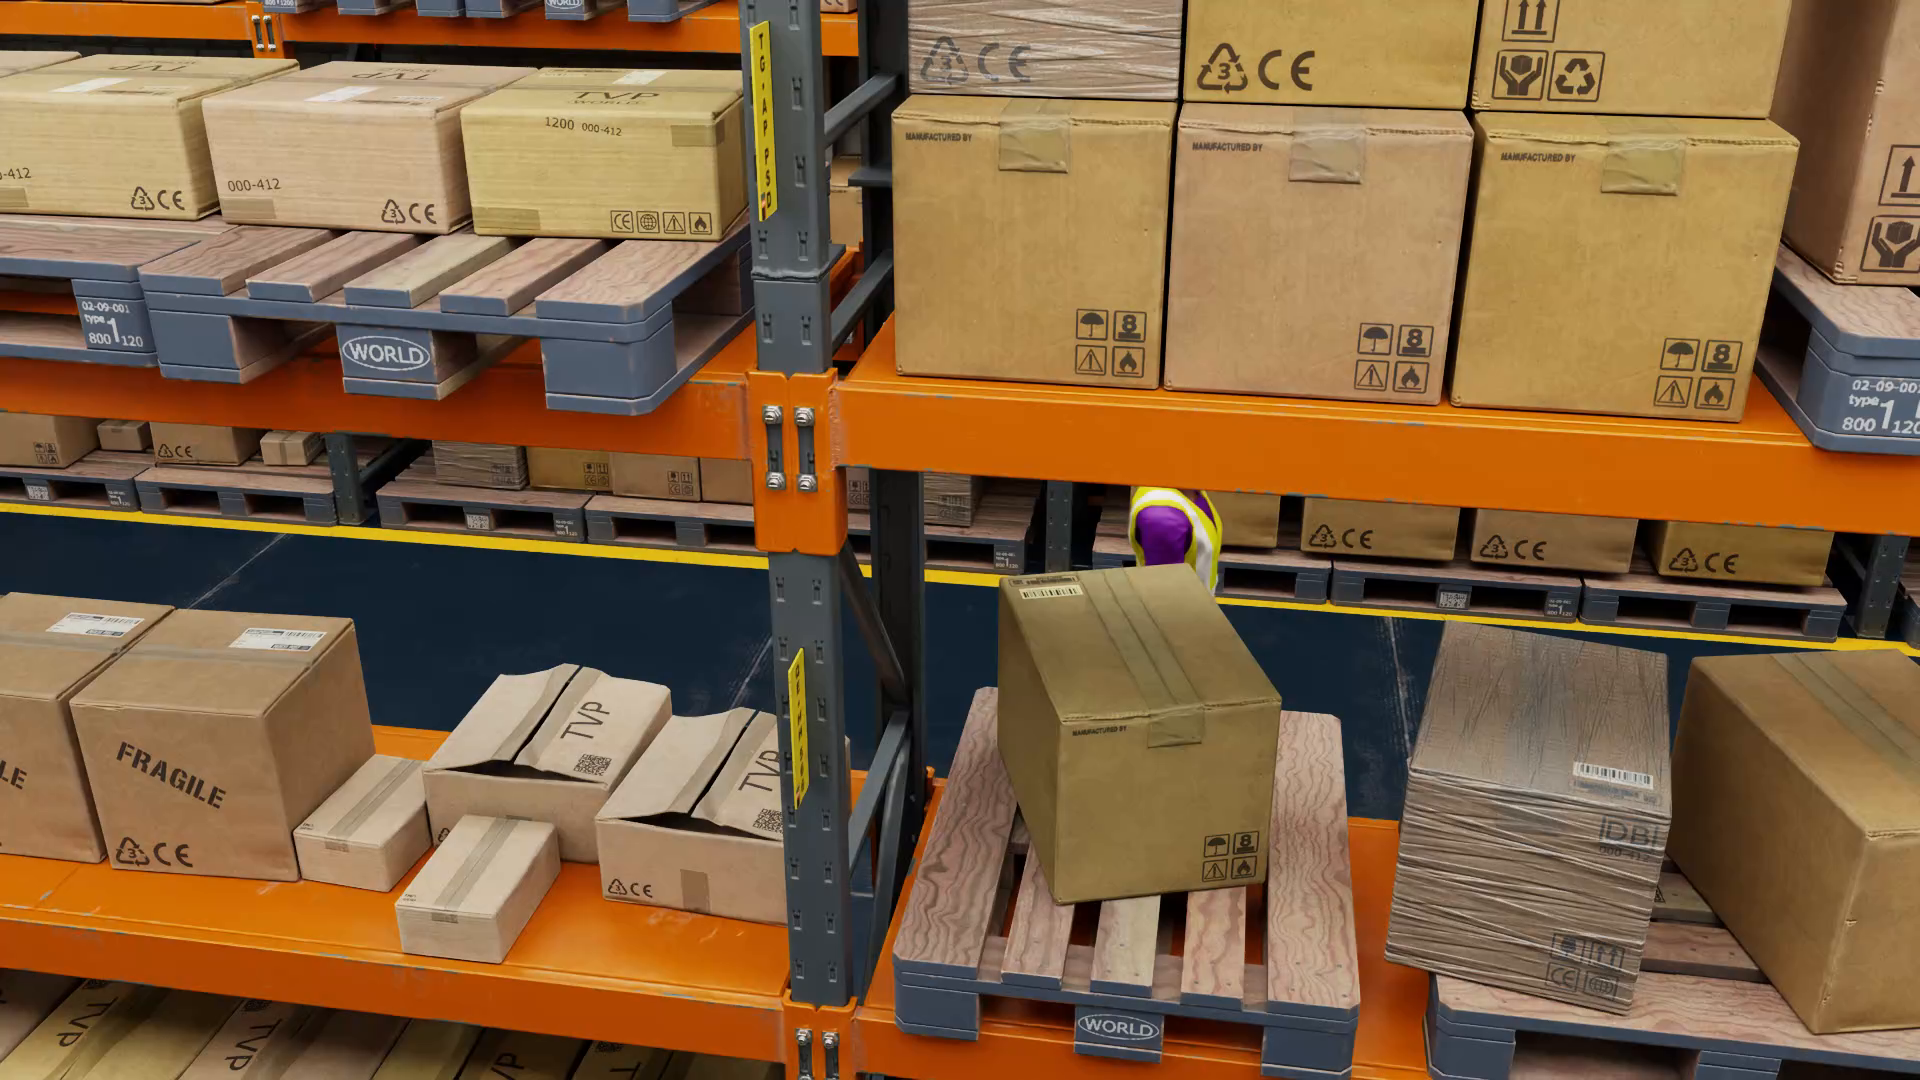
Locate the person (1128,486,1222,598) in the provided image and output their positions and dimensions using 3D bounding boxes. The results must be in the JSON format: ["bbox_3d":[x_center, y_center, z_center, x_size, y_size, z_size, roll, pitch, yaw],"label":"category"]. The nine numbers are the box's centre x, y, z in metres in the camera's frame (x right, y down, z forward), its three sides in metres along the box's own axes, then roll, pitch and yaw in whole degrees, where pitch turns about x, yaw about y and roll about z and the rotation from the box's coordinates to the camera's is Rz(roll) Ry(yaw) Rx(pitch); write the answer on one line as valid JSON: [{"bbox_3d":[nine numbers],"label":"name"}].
[{"bbox_3d":[0.825,0.313,6.406,0.368,1.758,0.568,4,25,10],"label":"person"}]
